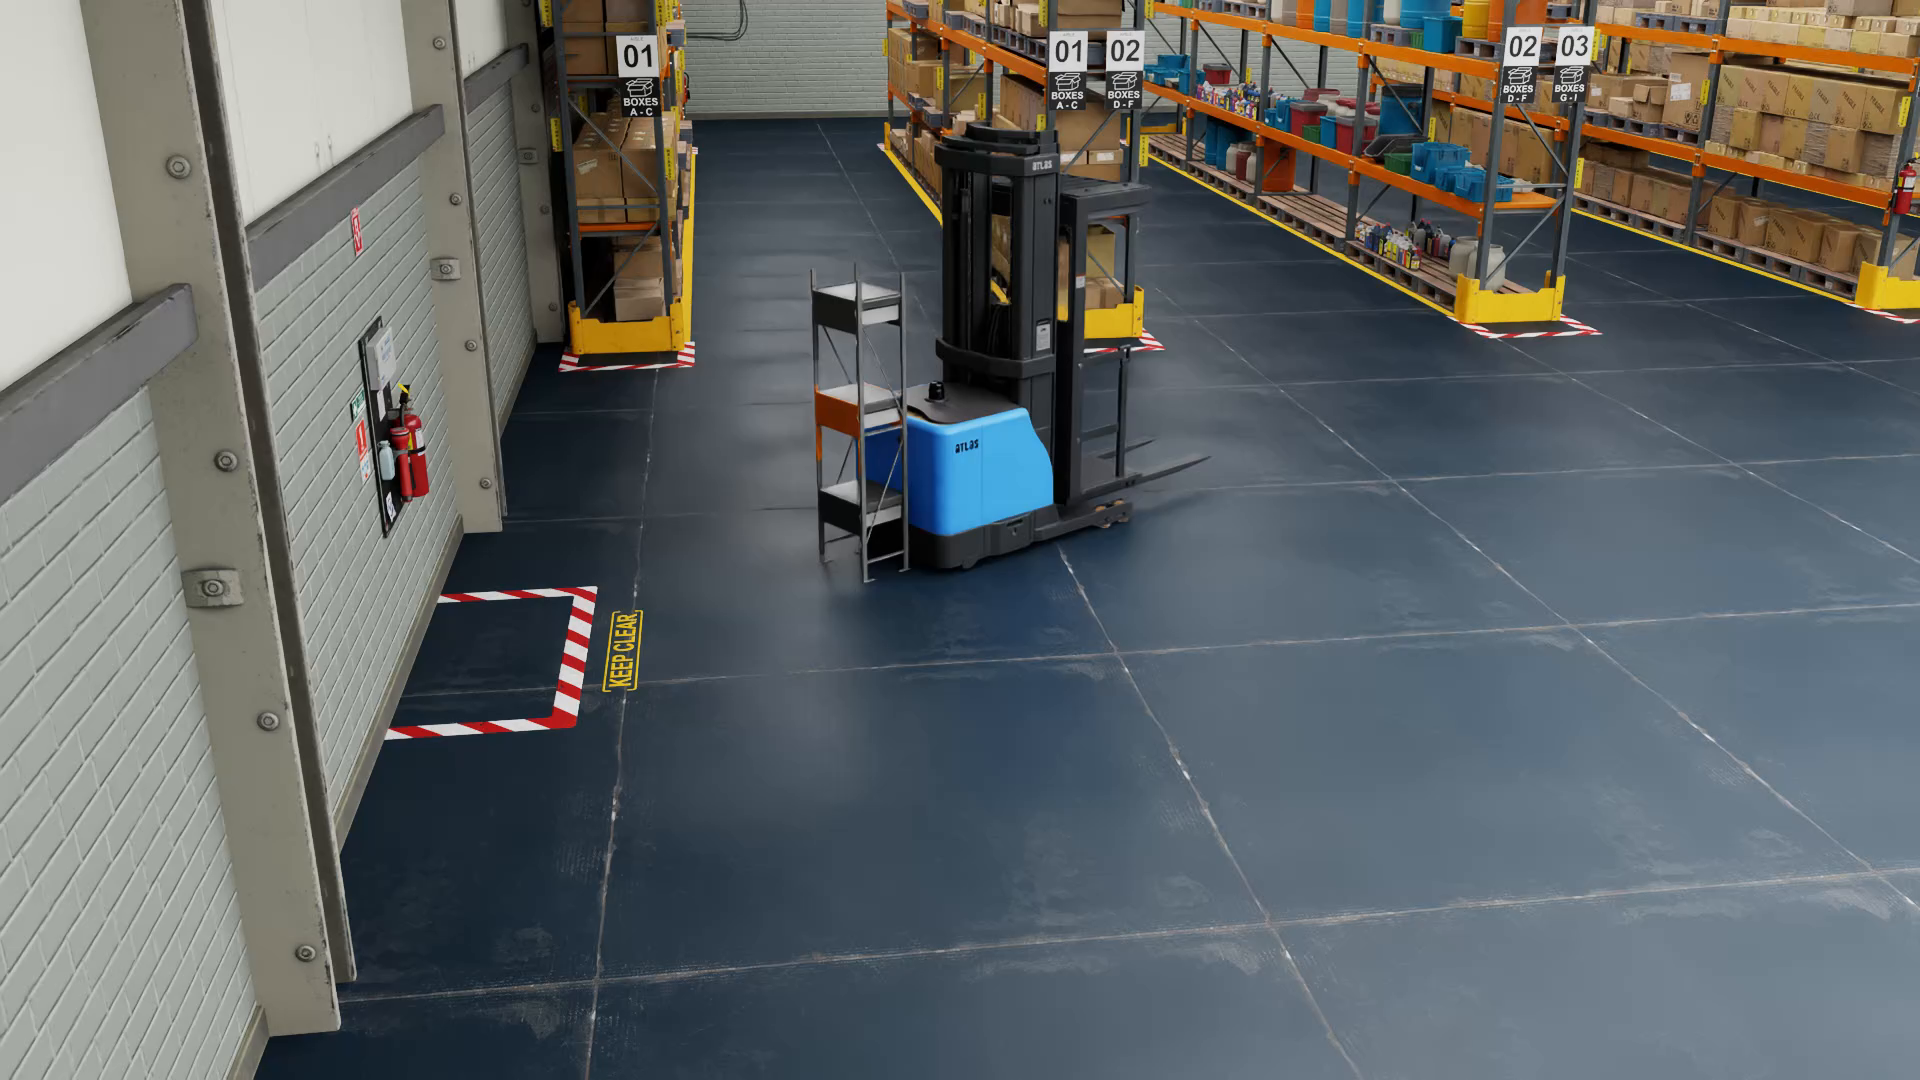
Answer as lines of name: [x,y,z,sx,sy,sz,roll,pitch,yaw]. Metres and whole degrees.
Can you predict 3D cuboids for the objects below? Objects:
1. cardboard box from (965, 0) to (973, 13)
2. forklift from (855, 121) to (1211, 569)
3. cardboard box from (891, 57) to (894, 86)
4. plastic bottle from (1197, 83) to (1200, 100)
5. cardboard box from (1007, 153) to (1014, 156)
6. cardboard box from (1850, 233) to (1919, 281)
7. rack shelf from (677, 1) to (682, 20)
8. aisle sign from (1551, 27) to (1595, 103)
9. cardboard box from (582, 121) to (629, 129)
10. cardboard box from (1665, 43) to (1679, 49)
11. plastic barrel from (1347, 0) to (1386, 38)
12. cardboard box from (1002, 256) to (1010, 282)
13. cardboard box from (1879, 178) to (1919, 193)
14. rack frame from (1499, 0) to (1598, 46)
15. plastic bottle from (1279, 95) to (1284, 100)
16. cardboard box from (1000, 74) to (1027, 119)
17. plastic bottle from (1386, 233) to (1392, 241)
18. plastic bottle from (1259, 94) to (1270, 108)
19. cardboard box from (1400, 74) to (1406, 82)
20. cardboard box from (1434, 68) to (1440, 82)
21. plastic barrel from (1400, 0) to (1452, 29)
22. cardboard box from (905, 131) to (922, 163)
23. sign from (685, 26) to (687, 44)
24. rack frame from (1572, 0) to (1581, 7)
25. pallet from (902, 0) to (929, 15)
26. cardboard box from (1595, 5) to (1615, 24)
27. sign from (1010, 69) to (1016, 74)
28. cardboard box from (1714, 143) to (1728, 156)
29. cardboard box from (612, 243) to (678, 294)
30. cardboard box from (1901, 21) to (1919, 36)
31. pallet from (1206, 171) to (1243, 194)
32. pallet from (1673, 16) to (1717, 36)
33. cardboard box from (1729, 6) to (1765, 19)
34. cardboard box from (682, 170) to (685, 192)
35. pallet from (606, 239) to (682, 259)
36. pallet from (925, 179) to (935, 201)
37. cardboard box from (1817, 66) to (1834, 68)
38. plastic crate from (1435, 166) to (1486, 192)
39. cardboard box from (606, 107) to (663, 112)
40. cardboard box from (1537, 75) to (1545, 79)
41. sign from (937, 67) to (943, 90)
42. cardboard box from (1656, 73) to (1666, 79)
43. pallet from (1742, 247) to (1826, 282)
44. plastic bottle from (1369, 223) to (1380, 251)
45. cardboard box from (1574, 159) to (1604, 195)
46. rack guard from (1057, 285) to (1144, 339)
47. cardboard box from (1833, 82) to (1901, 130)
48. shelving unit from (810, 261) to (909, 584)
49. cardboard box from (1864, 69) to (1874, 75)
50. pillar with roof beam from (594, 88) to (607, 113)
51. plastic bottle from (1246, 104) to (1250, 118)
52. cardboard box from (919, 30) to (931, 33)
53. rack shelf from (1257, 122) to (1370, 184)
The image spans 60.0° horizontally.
cardboard box: [0.364,-7.808,24.160,0.500,0.250,0.500,-4,21,-12]
forklift: [0.672,-1.581,12.260,3.031,2.935,1.130,-17,27,-38]
cardboard box: [-1.028,-8.902,31.619,0.500,0.500,0.500,-3,21,-8]
plastic bottle: [4.199,-7.860,29.142,0.061,0.283,0.133,-3,21,-8]
cardboard box: [0.972,-4.756,20.521,0.700,0.500,0.500,-3,21,-8]
cardboard box: [11.126,-3.401,20.008,0.500,0.500,0.500,1,20,2]
rack shelf: [-5.524,-9.325,29.636,1.077,0.370,4.000,-3,21,-8]
aisle sign: [6.598,-5.116,17.913,0.394,0.787,0.004,-3,21,-8]
cardboard box: [-4.084,-4.559,19.250,0.500,0.500,0.500,-2,21,-6]
cardboard box: [13.917,-9.689,31.873,0.500,0.500,0.500,-2,21,-6]
plastic barrel: [5.433,-7.099,21.932,0.600,0.901,0.708,-3,21,-8]
cardboard box: [0.798,-3.258,19.983,0.500,0.250,0.500,-3,21,-8]
cardboard box: [10.954,-4.129,19.344,0.380,0.149,0.250,-3,21,-8]
rack frame: [6.298,-6.719,17.345,1.000,3.000,0.127,-3,21,-8]
plastic bottle: [5.279,-7.146,27.246,0.097,0.271,0.097,0,20,0]
cardboard box: [0.889,-5.546,20.782,0.700,0.500,0.500,-3,21,-7]
plastic bottle: [5.513,-3.807,21.392,0.097,0.271,0.097,0,20,0]
plastic bottle: [5.052,-7.303,27.553,0.144,0.351,0.185,-3,21,-8]
cardboard box: [8.805,-8.996,32.374,0.380,0.149,0.250,-3,21,-8]
cardboard box: [9.069,-8.701,31.015,0.500,0.250,0.500,-2,21,-6]
plastic barrel: [5.759,-6.780,20.479,0.600,0.901,0.708,-3,21,-8]
cardboard box: [-0.697,-7.033,29.703,0.500,0.500,0.500,-3,21,-8]
sign: [-5.273,-9.625,31.705,0.100,0.325,0.005,-3,21,-8]
rack frame: [10.046,-9.739,25.430,1.000,3.000,0.127,-3,21,-8]
pallet: [-0.309,-8.903,27.747,1.213,0.211,1.003,-3,21,-8]
cardboard box: [9.935,-7.910,25.035,0.500,0.250,0.500,-2,21,-6]
sign: [0.791,-7.002,25.021,0.100,0.325,0.005,-3,21,-8]
cardboard box: [10.379,-5.249,22.342,0.380,0.149,0.250,-3,21,-8]
cardboard box: [-3.655,-3.142,19.286,0.700,0.500,0.500,-4,21,-11]
cardboard box: [10.850,-5.761,18.710,0.380,0.149,0.250,-3,21,-8]
pallet: [4.817,-6.065,28.152,1.003,0.211,1.213,-3,21,-8]
pallet: [10.639,-7.080,22.866,1.213,0.211,1.003,-3,21,-8]
cardboard box: [10.365,-6.937,21.860,0.380,0.149,0.250,-4,21,-9]
cardboard box: [-4.755,-5.934,26.288,0.750,0.750,0.750,-3,21,-8]
pallet: [-4.196,-3.757,21.974,1.003,0.211,1.213,-3,21,-8]
pallet: [0.000,-5.806,27.459,1.003,0.211,1.213,-3,21,-8]
cardboard box: [14.373,-7.826,27.790,0.380,0.149,0.250,-2,21,-6]
plastic crate: [5.842,-4.222,19.447,0.499,0.251,0.408,-3,21,-8]
cardboard box: [-4.122,-5.225,21.147,0.700,0.500,0.500,-3,21,-8]
cardboard box: [9.865,-7.925,27.571,0.797,0.503,0.637,-2,21,-6]
sign: [-0.293,-6.905,24.874,0.100,0.325,0.005,-3,21,-8]
cardboard box: [13.823,-9.036,32.480,0.380,0.149,0.250,-3,21,-7]
pallet: [10.934,-3.583,21.508,1.003,0.211,1.213,-3,21,-8]
plastic bottle: [5.427,-3.958,21.685,0.144,0.351,0.185,-2,21,-6]
cardboard box: [10.162,-5.733,26.221,0.700,0.500,0.500,-4,21,-11]
rack guard: [1.399,-2.481,18.144,1.175,0.500,0.348,-3,21,-8]
cardboard box: [10.798,-5.164,19.758,0.500,0.500,0.500,-3,21,-8]
shelving unit: [-0.676,-0.795,11.344,0.431,2.100,0.503,-17,27,-38]
cardboard box: [15.093,-7.673,27.381,0.380,0.149,0.250,-3,21,-8]
pillar with roof beam: [-1.932,-10.790,28.245,9.100,9.000,0.400,-3,21,-8]
plastic bottle: [4.618,-6.859,26.576,0.097,0.201,0.097,0,20,0]
cardboard box: [-0.501,-9.400,31.525,0.500,0.500,0.500,-2,21,-6]
rack shelf: [5.433,-5.649,24.082,1.077,0.370,4.000,-3,21,-8]
